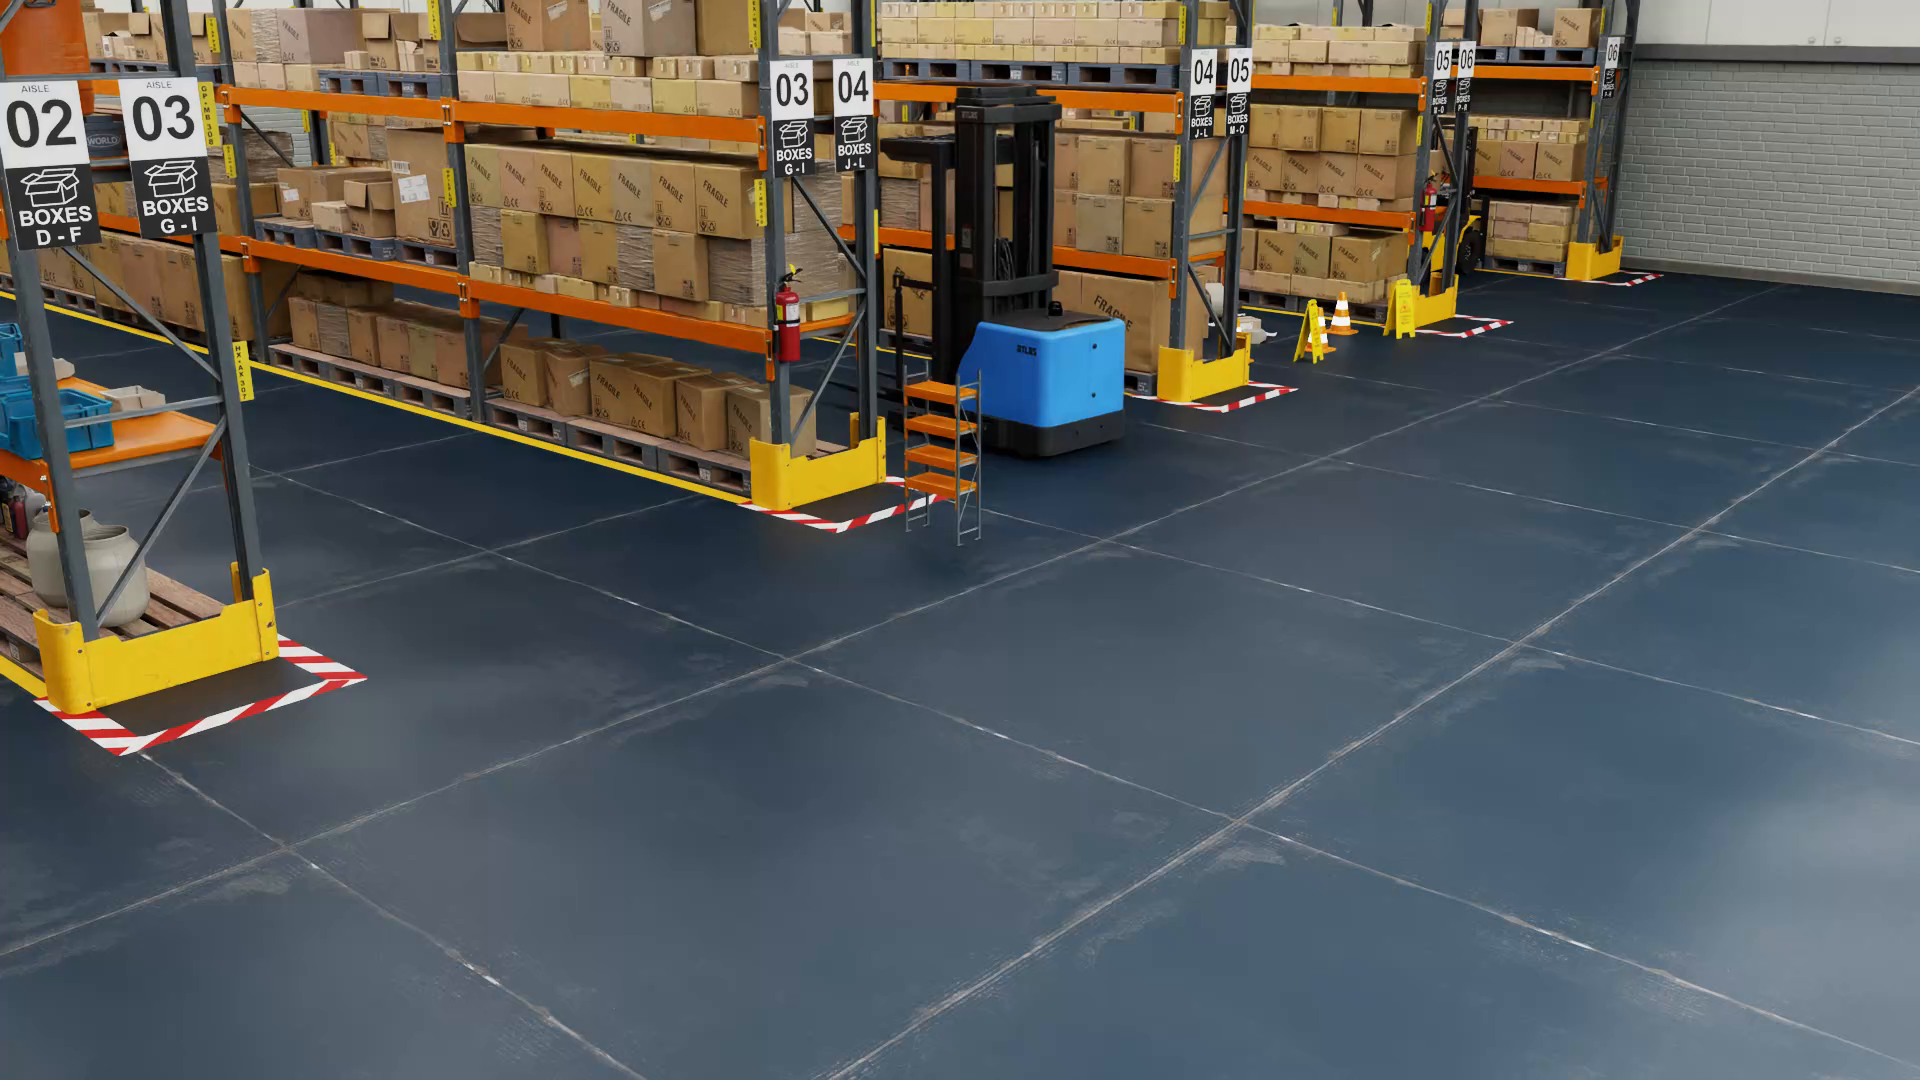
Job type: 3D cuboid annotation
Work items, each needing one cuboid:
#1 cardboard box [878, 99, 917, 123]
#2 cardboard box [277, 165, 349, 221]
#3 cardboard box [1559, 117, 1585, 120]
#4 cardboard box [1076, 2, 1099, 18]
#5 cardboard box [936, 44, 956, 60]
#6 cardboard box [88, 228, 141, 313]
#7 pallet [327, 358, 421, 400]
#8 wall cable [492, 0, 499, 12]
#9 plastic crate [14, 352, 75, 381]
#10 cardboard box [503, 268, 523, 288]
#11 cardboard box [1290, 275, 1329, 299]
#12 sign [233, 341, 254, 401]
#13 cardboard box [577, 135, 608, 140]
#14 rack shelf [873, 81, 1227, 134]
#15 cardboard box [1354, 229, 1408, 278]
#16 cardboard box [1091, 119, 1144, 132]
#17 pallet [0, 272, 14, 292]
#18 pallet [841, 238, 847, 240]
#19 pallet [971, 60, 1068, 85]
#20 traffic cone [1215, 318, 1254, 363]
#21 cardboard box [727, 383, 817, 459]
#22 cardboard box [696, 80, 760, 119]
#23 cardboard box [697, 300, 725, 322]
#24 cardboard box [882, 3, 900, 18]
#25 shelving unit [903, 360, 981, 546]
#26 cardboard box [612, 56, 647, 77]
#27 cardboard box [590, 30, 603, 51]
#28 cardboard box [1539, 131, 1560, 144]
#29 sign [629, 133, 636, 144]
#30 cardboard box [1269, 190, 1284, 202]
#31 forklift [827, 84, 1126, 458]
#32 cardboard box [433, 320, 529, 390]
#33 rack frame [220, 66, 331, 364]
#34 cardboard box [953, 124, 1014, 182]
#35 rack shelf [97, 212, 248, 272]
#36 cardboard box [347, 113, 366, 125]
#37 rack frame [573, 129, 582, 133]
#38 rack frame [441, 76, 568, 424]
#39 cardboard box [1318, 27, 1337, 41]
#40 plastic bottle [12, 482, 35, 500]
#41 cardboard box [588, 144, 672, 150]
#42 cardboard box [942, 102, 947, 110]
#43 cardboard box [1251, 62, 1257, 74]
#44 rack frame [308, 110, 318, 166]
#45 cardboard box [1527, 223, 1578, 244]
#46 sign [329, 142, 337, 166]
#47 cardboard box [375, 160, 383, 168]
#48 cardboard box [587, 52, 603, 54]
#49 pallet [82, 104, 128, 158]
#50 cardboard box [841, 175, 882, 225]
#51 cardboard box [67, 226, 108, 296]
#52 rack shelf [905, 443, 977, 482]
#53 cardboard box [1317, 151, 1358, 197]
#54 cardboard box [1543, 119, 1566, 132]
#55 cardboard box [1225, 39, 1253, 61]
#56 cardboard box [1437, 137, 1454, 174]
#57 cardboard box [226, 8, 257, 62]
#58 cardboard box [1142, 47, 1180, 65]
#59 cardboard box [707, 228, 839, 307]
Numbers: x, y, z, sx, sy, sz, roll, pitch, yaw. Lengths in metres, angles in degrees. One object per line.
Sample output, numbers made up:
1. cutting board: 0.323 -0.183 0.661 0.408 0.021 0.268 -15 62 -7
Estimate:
1. cardboard box: -0.981 -6.205 24.386 0.500 0.500 0.500 14 23 38
2. cardboard box: -6.569 -3.542 16.955 0.500 0.500 0.500 12 21 33
3. cardboard box: 8.588 -5.835 23.310 0.250 0.149 0.380 16 24 41
4. cardboard box: 1.303 -4.972 15.597 0.250 0.149 0.380 16 23 40
5. cardboard box: -0.025 -4.948 16.841 0.250 0.149 0.380 15 23 38
6. cardboard box: -9.499 -3.260 19.744 0.875 0.875 1.225 15 23 39
7. pallet: -5.507 -1.662 16.501 1.213 0.211 1.003 15 23 39
8. wall cable: -8.468 -11.990 34.454 0.133 3.039 2.988 15 23 39
9. plastic crate: -5.912 -1.076 10.478 0.437 0.136 0.530 15 23 39
10. cardboard box: -3.662 -2.263 14.198 0.250 0.149 0.380 15 23 39
11. cardboard box: 4.397 -3.126 20.355 0.500 0.250 0.500 15 23 39
12. sign: -3.935 -0.922 9.102 0.005 0.325 0.100 15 23 39
13. cardboard box: -4.832 -5.260 21.964 0.250 0.149 0.380 16 24 41
14. rack shelf: 0.857 -4.378 16.678 4.000 0.370 1.077 15 23 39
15. cardboard box: 5.125 -3.506 20.311 0.500 0.500 0.500 14 22 37
16. cardboard box: 2.073 -5.263 21.886 0.500 0.500 0.500 15 23 38
17. pallet: -12.332 -3.528 22.380 1.213 0.211 1.003 15 23 39
18. pallet: -1.869 -4.727 26.158 1.213 0.211 1.003 15 23 39
19. pallet: 0.874 -4.668 16.551 1.213 0.211 1.003 15 23 39
20. traffic cone: 2.898 -2.108 17.489 0.334 0.463 0.336 15 23 39
21. cardboard box: -1.471 -0.925 13.007 0.500 0.500 0.500 -13 22 -36
22. cardboard box: -1.545 -3.185 11.978 0.500 0.250 0.500 16 23 40
23. cardboard box: -1.773 -1.767 12.636 0.250 0.149 0.380 15 23 39
24. cardboard box: -0.593 -5.480 17.200 0.250 0.149 0.380 15 23 40
25. shelving unit: -0.124 -0.605 11.535 0.503 1.200 0.258 15 23 39
26. cardboard box: -2.399 -3.584 12.575 0.250 0.149 0.380 14 22 37
27. cardboard box: -4.227 -6.030 20.530 0.500 0.500 0.500 15 23 39
28. cardboard box: 8.198 -5.561 22.938 0.250 0.149 0.380 16 23 40
29. sign: -3.984 -4.885 20.263 0.005 0.325 0.100 15 23 39
30. cardboard box: 4.010 -4.248 20.453 0.250 0.149 0.380 15 23 39
31. forklift: 0.009 -2.433 14.432 1.130 2.935 3.031 -16 24 -42
32. cardboard box: -4.452 -1.737 15.531 0.500 0.500 0.700 13 22 35
33. rack frame: -6.999 -3.394 17.347 0.127 3.000 1.000 15 23 39
34. cardboard box: 0.415 -3.973 17.139 0.550 0.550 0.875 15 23 39
35. rack shelf: -8.495 -3.452 18.721 4.000 0.370 1.077 15 23 39
36. cardboard box: -8.699 -6.408 24.536 0.500 0.500 0.500 14 23 38
37. rack frame: -6.405 -7.242 29.473 0.127 3.000 1.000 15 23 39
38. rack frame: -4.007 -2.591 14.816 0.127 3.000 1.000 15 23 39
39. cardboard box: 4.409 -5.942 19.513 0.250 0.149 0.380 15 23 39
40. plastic bottle: -6.237 -0.250 11.091 0.185 0.351 0.144 15 23 39
41. cardboard box: -2.740 -3.028 13.884 0.500 0.500 0.500 15 23 39
42. cardboard box: 0.092 -7.663 29.939 0.500 0.500 0.700 16 23 41
43. cardboard box: 3.547 -5.746 20.215 0.250 0.149 0.380 14 23 38
44. rack frame: -9.615 -6.102 25.880 0.127 3.000 1.000 15 23 39
45. cardboard box: 8.283 -4.308 23.253 0.500 0.250 0.500 15 23 39
46. sign: -6.646 -4.033 17.576 0.005 0.325 0.100 15 23 39
47. cardboard box: -8.389 -5.541 24.529 0.250 0.149 0.380 16 24 41
48. cardboard box: -2.820 -3.916 13.622 0.250 0.149 0.380 16 24 41
49. pallet: -4.857 -2.195 8.922 1.213 0.211 1.003 15 23 39
50. cardboard box: -1.207 -3.784 18.412 0.500 0.500 0.500 15 23 39
51. cardboard box: -10.431 -3.535 20.610 0.875 0.875 0.875 15 23 39
52. rack shelf: -0.124 -0.541 11.555 0.480 0.148 0.258 15 23 39
53. cardboard box: 4.602 -4.367 19.757 0.500 0.500 0.500 15 23 39
54. cardboard box: 8.242 -5.719 22.943 0.250 0.149 0.380 15 23 39
55. cardboard box: 3.476 -5.978 20.285 0.500 0.250 0.500 15 23 40
56. cardboard box: 7.163 -5.548 23.969 0.500 0.500 0.500 15 23 40
57. cardboard box: -6.818 -4.957 16.321 0.500 0.500 0.500 15 23 40
58. cardboard box: 1.879 -4.437 15.232 0.250 0.149 0.380 15 23 39
59. cardboard box: -1.409 -2.094 12.593 0.500 0.500 0.875 15 23 39
